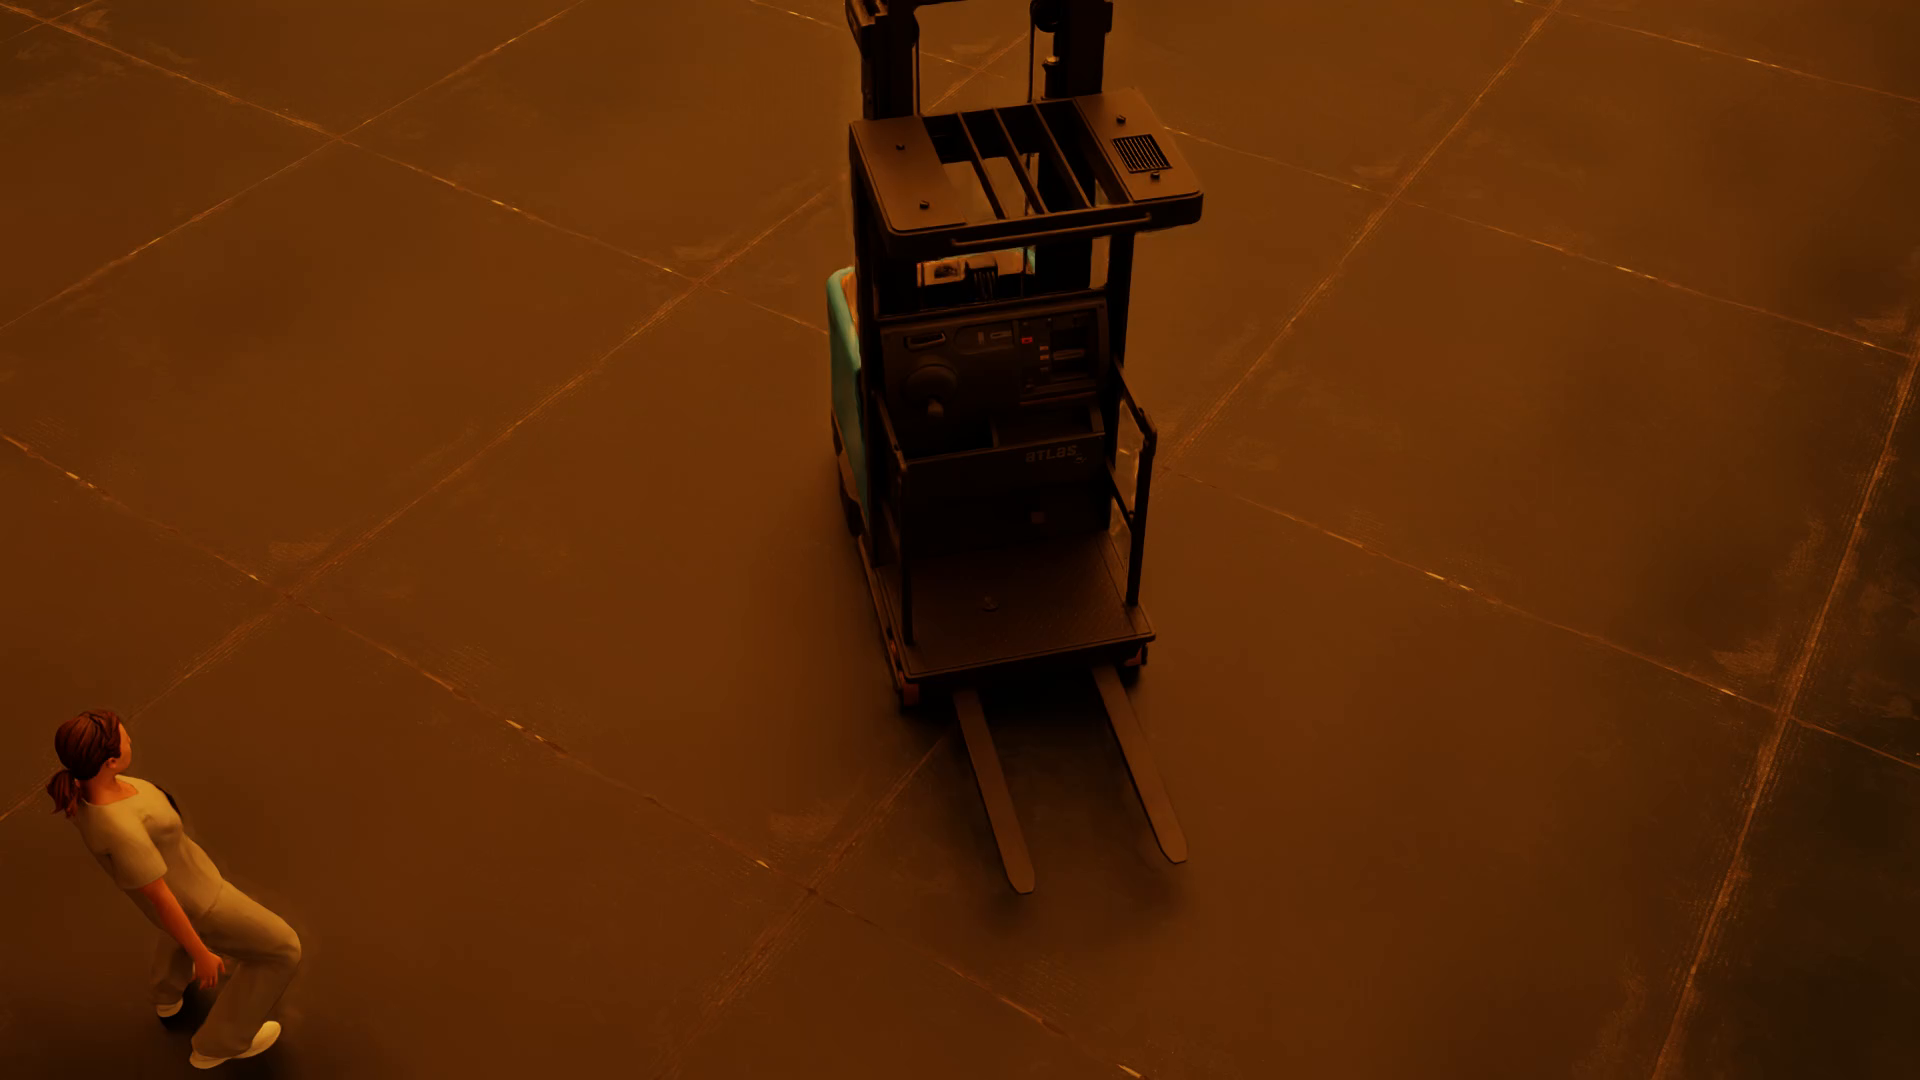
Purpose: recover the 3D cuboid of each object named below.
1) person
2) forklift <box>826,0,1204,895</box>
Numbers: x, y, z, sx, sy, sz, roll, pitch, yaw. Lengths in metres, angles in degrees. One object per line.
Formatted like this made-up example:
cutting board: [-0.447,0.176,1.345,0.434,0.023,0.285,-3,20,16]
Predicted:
person: [-2.647,1.167,5.608,0.502,1.585,0.798,-31,52,-29]
forklift: [0.197,-0.635,6.518,1.130,2.935,3.031,-9,44,-10]
